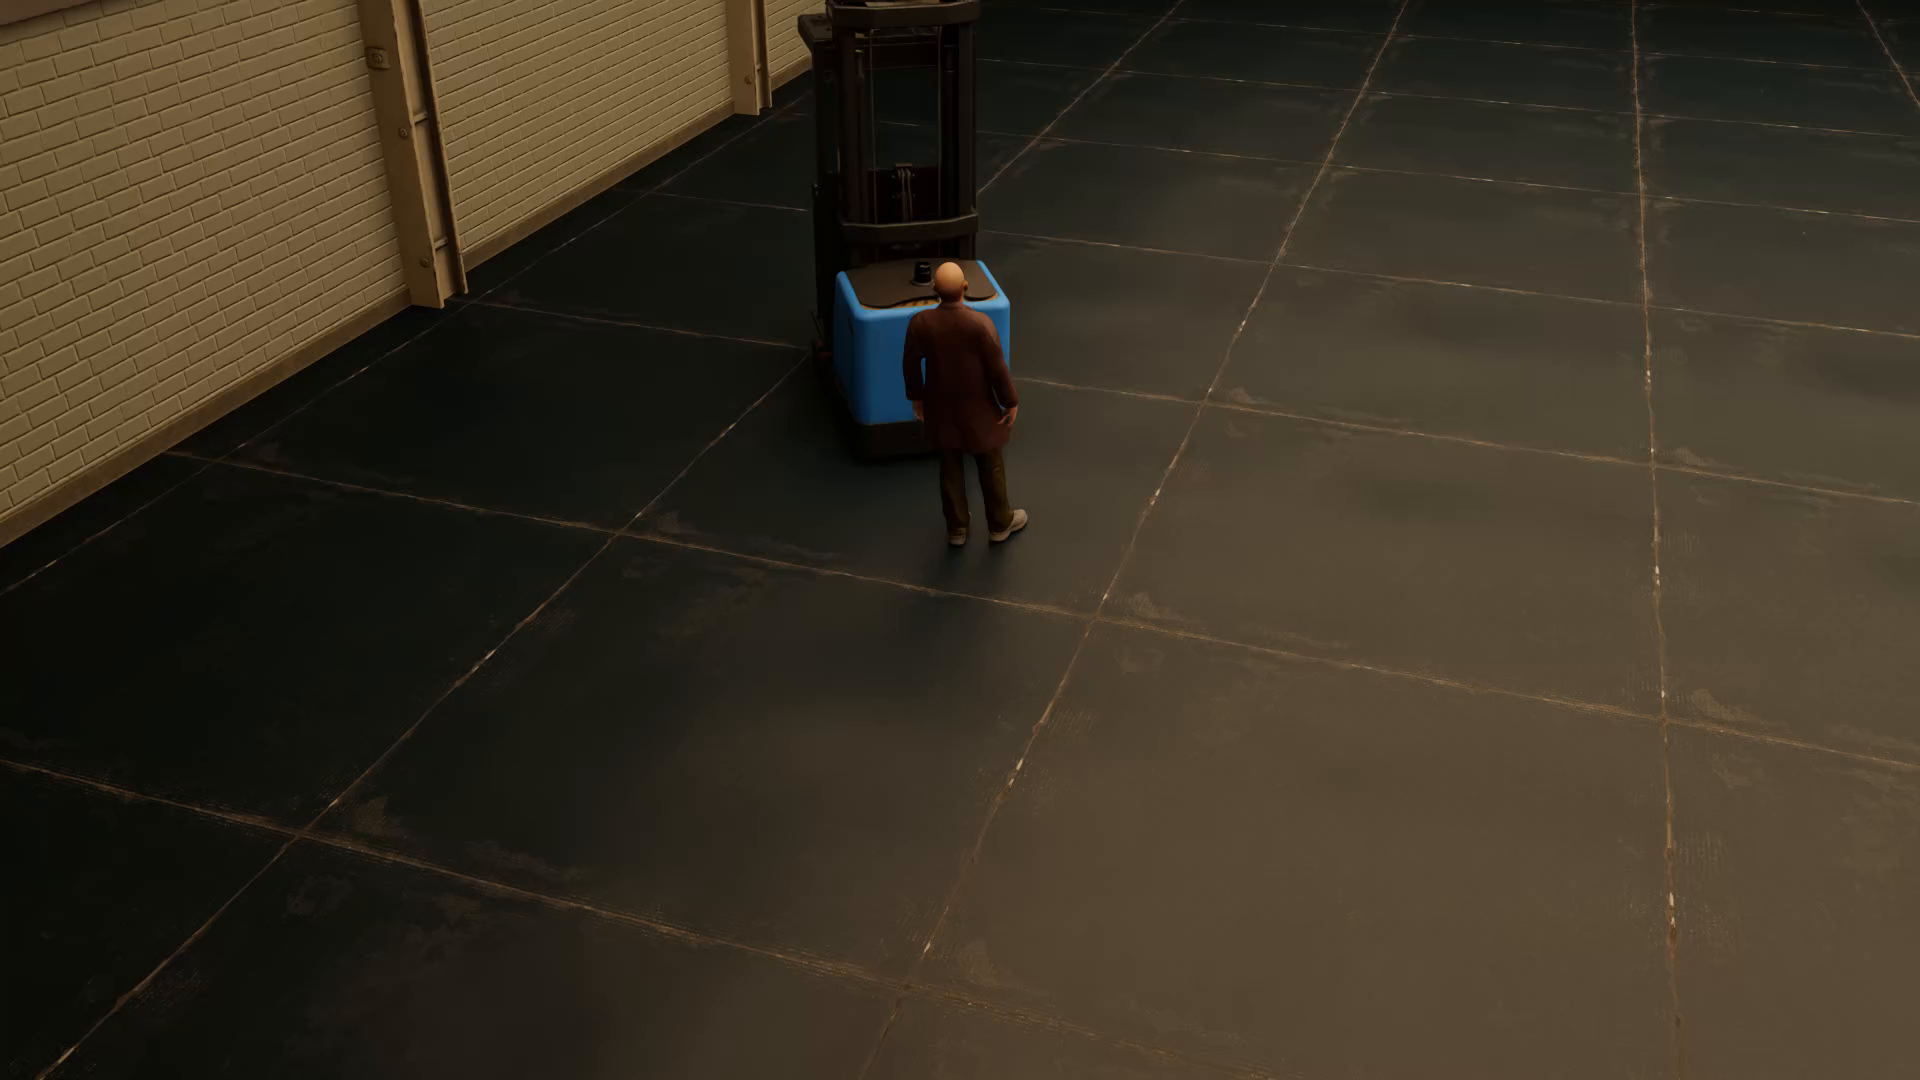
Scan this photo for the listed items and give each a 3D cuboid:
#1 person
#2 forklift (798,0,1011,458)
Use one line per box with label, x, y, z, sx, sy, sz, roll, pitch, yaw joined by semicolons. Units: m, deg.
person;0.034;-0.820;9.726;0.694;1.775;0.582;10;31;16
forklift;-0.485;-2.528;11.571;1.130;2.935;3.031;-6;30;-11
